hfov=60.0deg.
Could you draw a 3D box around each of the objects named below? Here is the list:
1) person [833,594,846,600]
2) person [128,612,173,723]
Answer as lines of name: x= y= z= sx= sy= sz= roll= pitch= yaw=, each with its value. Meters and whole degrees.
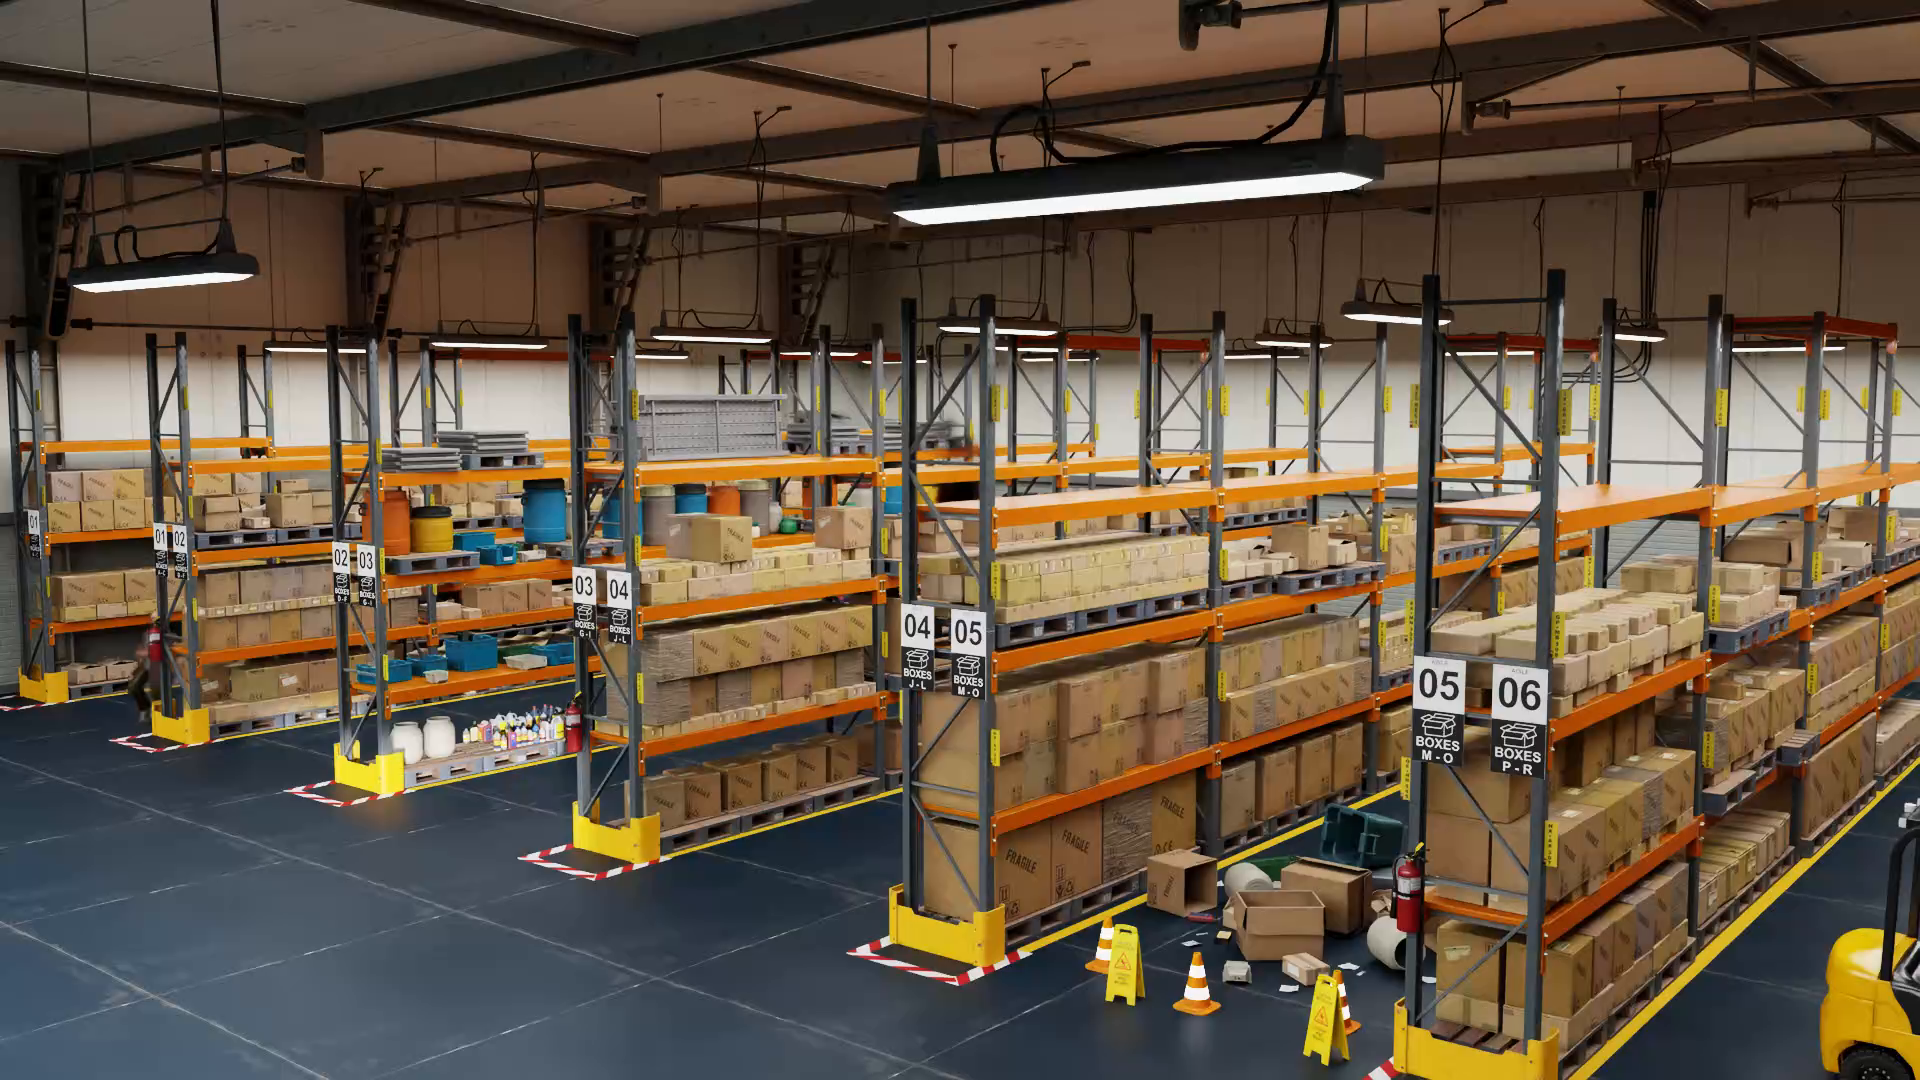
person: x=-2.397 y=1.384 z=32.612 sx=0.679 sy=1.689 sz=0.858 roll=3 pitch=6 yaw=27
person: x=-12.489 y=1.987 z=25.836 sx=0.685 sy=1.768 sz=0.691 roll=2 pitch=5 yaw=21
